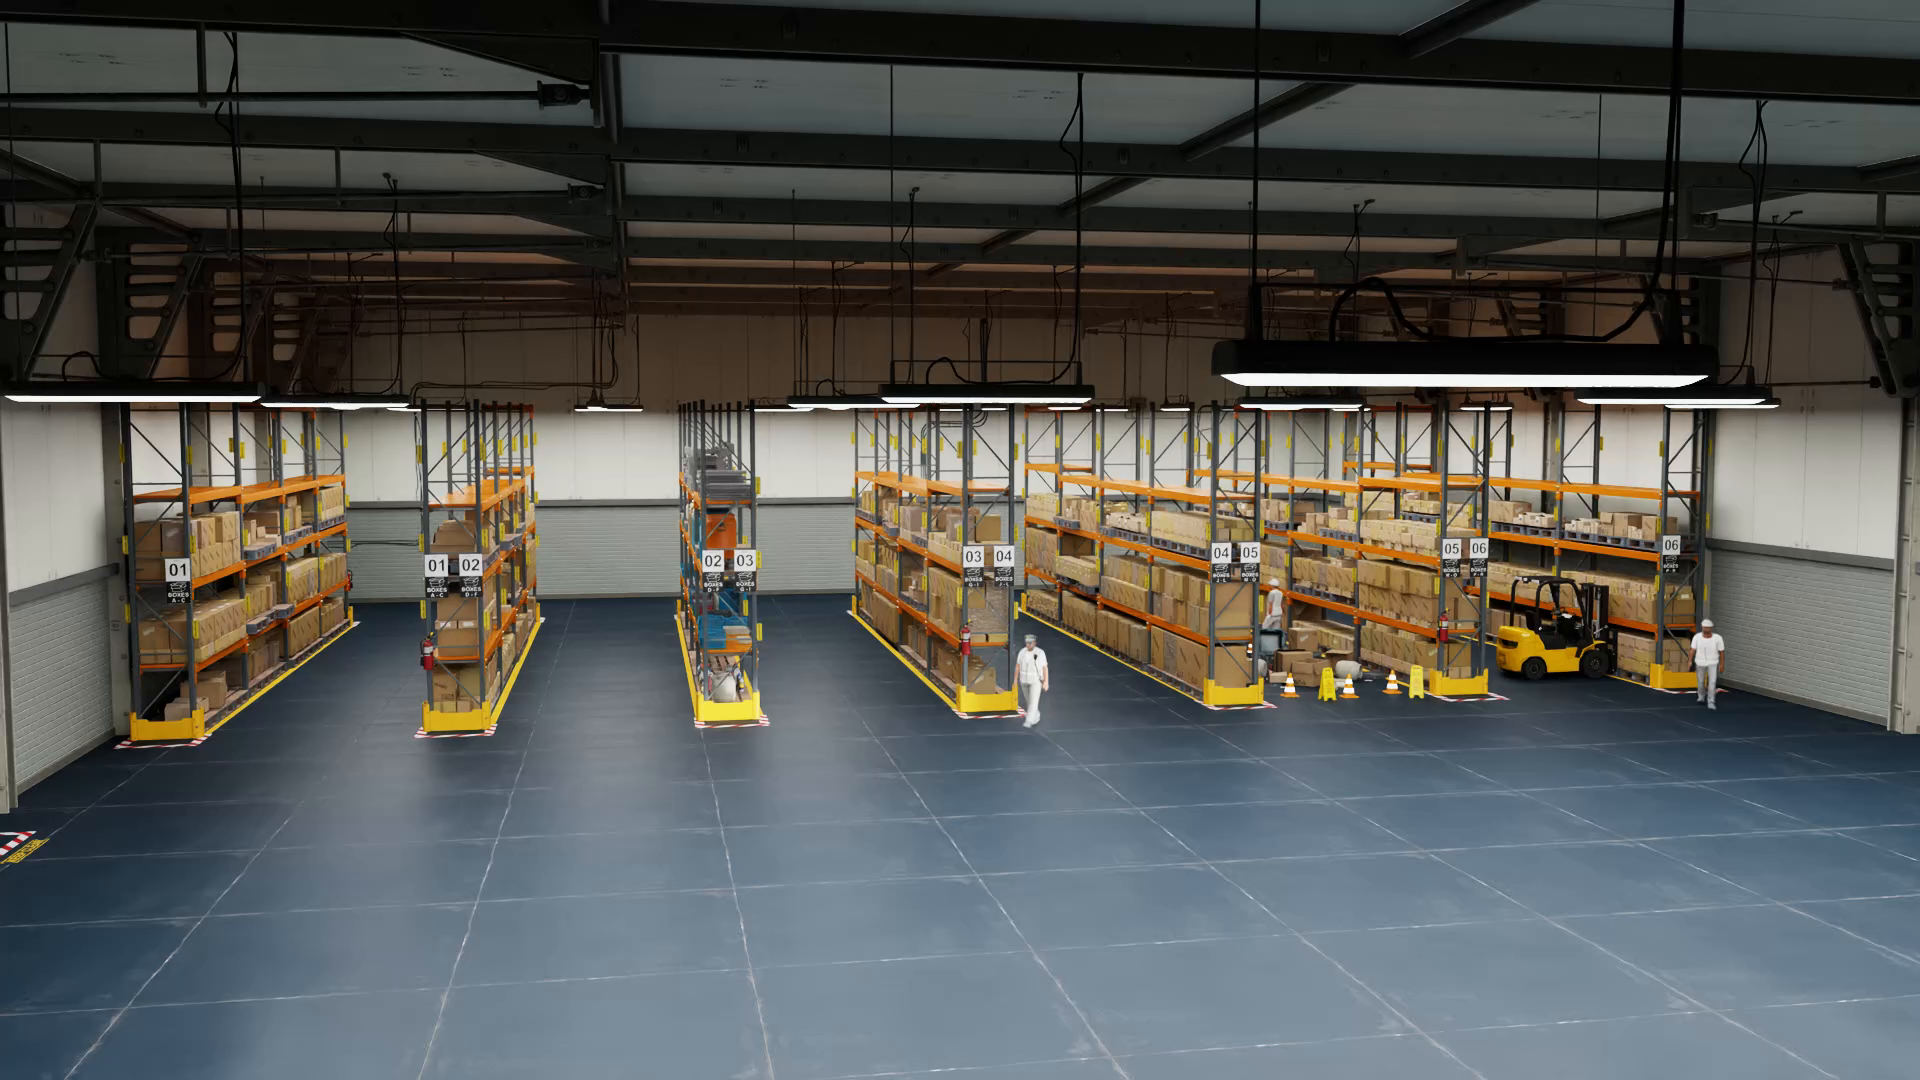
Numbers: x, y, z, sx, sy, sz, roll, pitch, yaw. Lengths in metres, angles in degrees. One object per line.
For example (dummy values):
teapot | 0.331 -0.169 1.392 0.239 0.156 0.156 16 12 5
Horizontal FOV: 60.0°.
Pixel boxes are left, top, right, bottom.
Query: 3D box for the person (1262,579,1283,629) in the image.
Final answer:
person | 7.537 1.824 39.837 0.602 1.790 0.467 -4 6 -43

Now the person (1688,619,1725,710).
person | 14.562 2.395 32.442 0.658 1.698 1.095 2 5 24

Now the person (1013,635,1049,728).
person | 1.253 2.569 30.313 0.565 1.691 1.087 3 5 31
